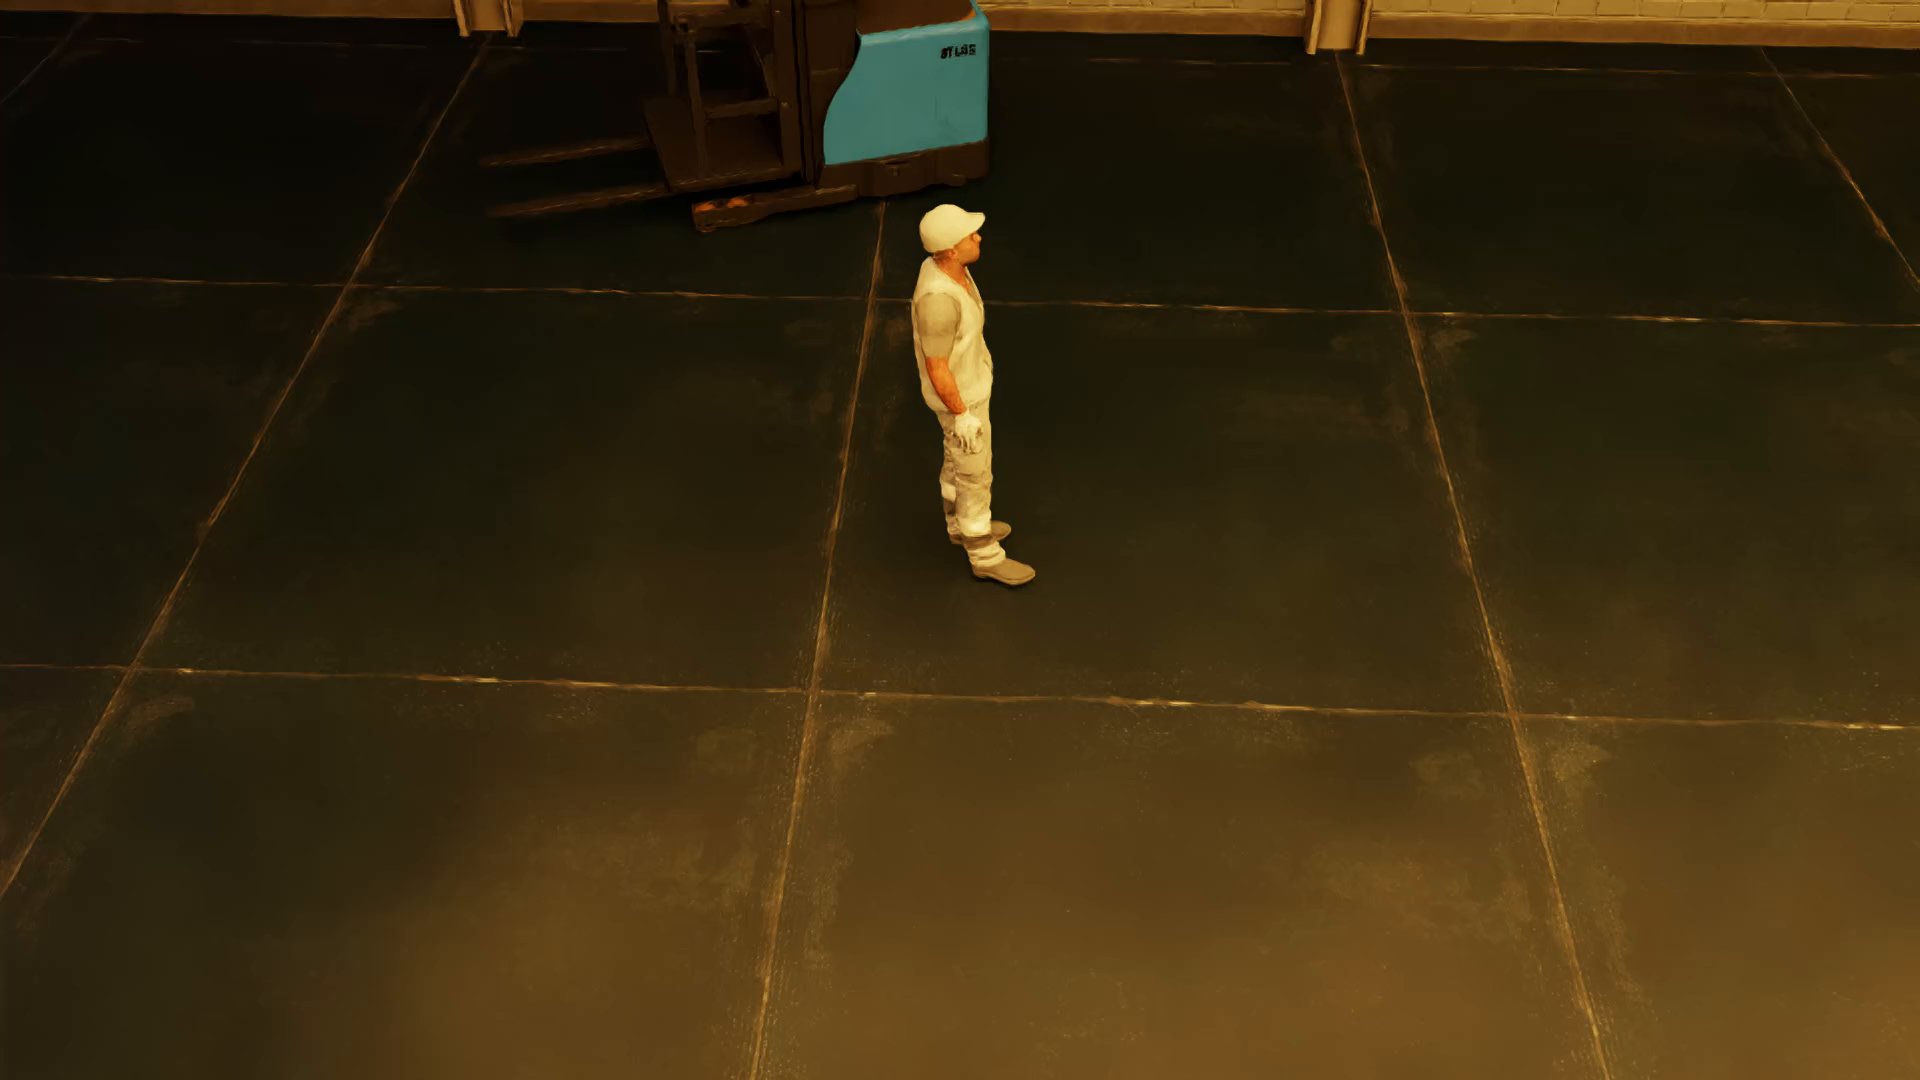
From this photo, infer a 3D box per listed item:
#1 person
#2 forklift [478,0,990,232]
[{"bbox_3d":[0.080,-0.656,7.297,0.563,1.787,0.637,2,42,2],"label":"person"},{"bbox_3d":[-1.390,-3.320,9.379,3.031,2.935,1.130,-12,44,-13],"label":"forklift"}]
